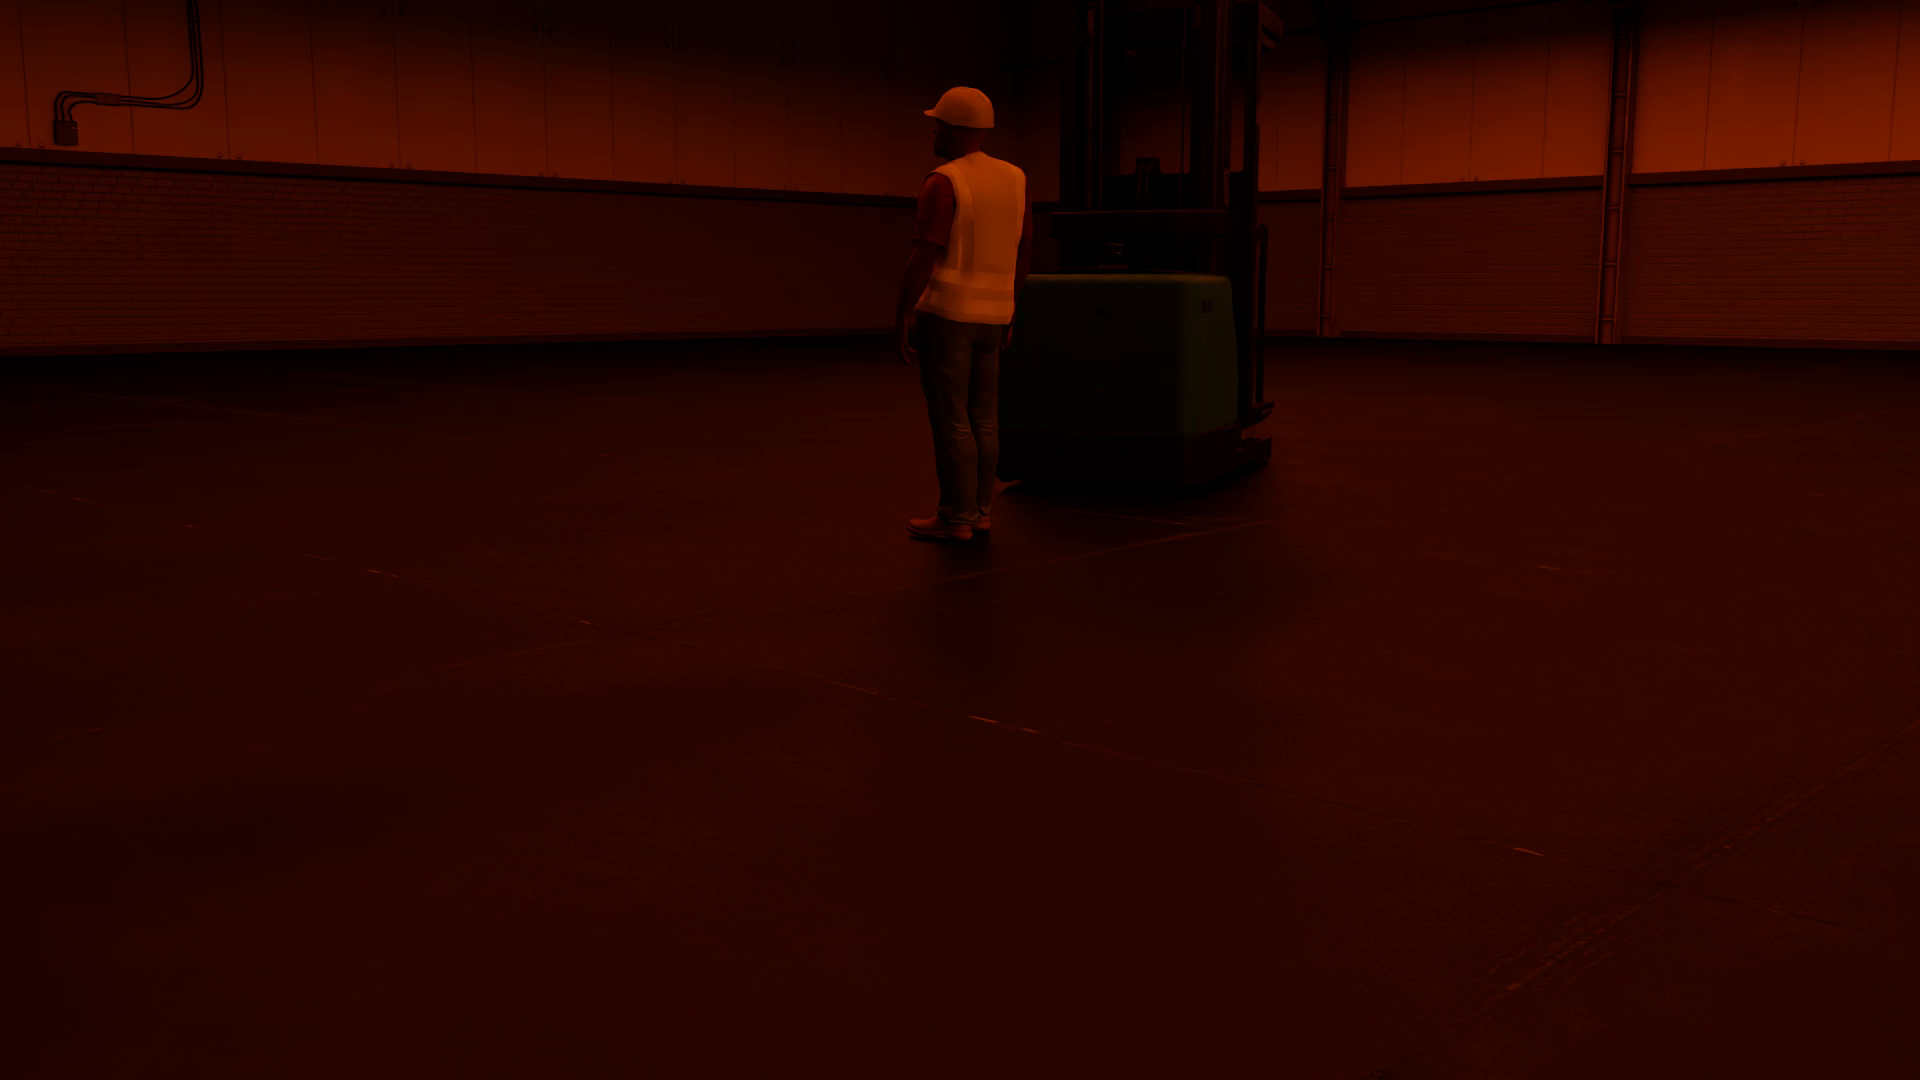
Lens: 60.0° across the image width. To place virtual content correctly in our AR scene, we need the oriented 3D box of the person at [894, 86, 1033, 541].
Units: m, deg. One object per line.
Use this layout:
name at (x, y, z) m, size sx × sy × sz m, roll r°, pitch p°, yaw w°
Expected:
person at (-0.047, -0.888, 6.637) m, size 0.574 × 1.768 × 0.666 m, roll 8°, pitch 12°, yaw 43°

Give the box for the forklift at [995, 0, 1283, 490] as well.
forklift at (1.163, -1.872, 9.306) m, size 1.130 × 2.935 × 3.031 m, roll 3°, pitch 9°, yaw 20°
